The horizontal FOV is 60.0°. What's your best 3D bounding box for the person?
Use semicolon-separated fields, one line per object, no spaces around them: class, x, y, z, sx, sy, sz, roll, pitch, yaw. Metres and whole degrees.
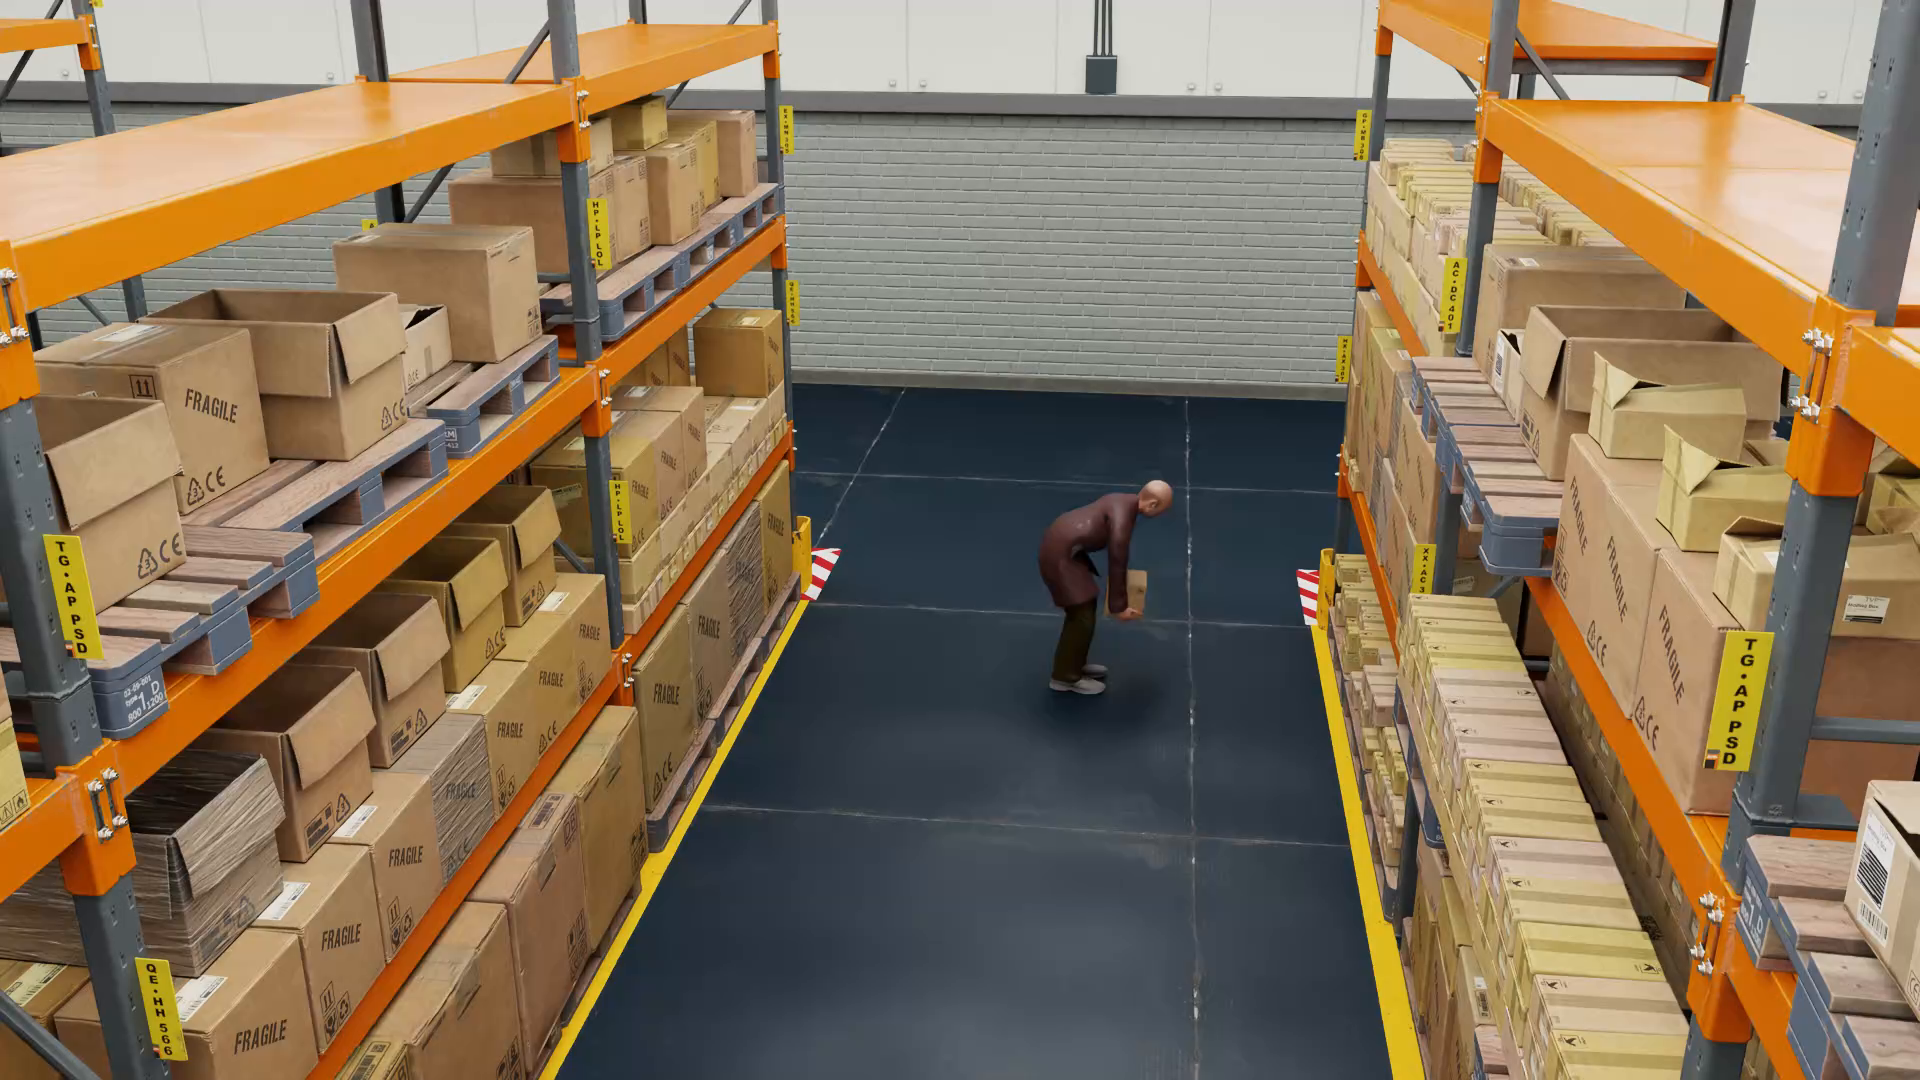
person;0.932;0.294;10.828;0.859;1.428;0.541;2;21;5
